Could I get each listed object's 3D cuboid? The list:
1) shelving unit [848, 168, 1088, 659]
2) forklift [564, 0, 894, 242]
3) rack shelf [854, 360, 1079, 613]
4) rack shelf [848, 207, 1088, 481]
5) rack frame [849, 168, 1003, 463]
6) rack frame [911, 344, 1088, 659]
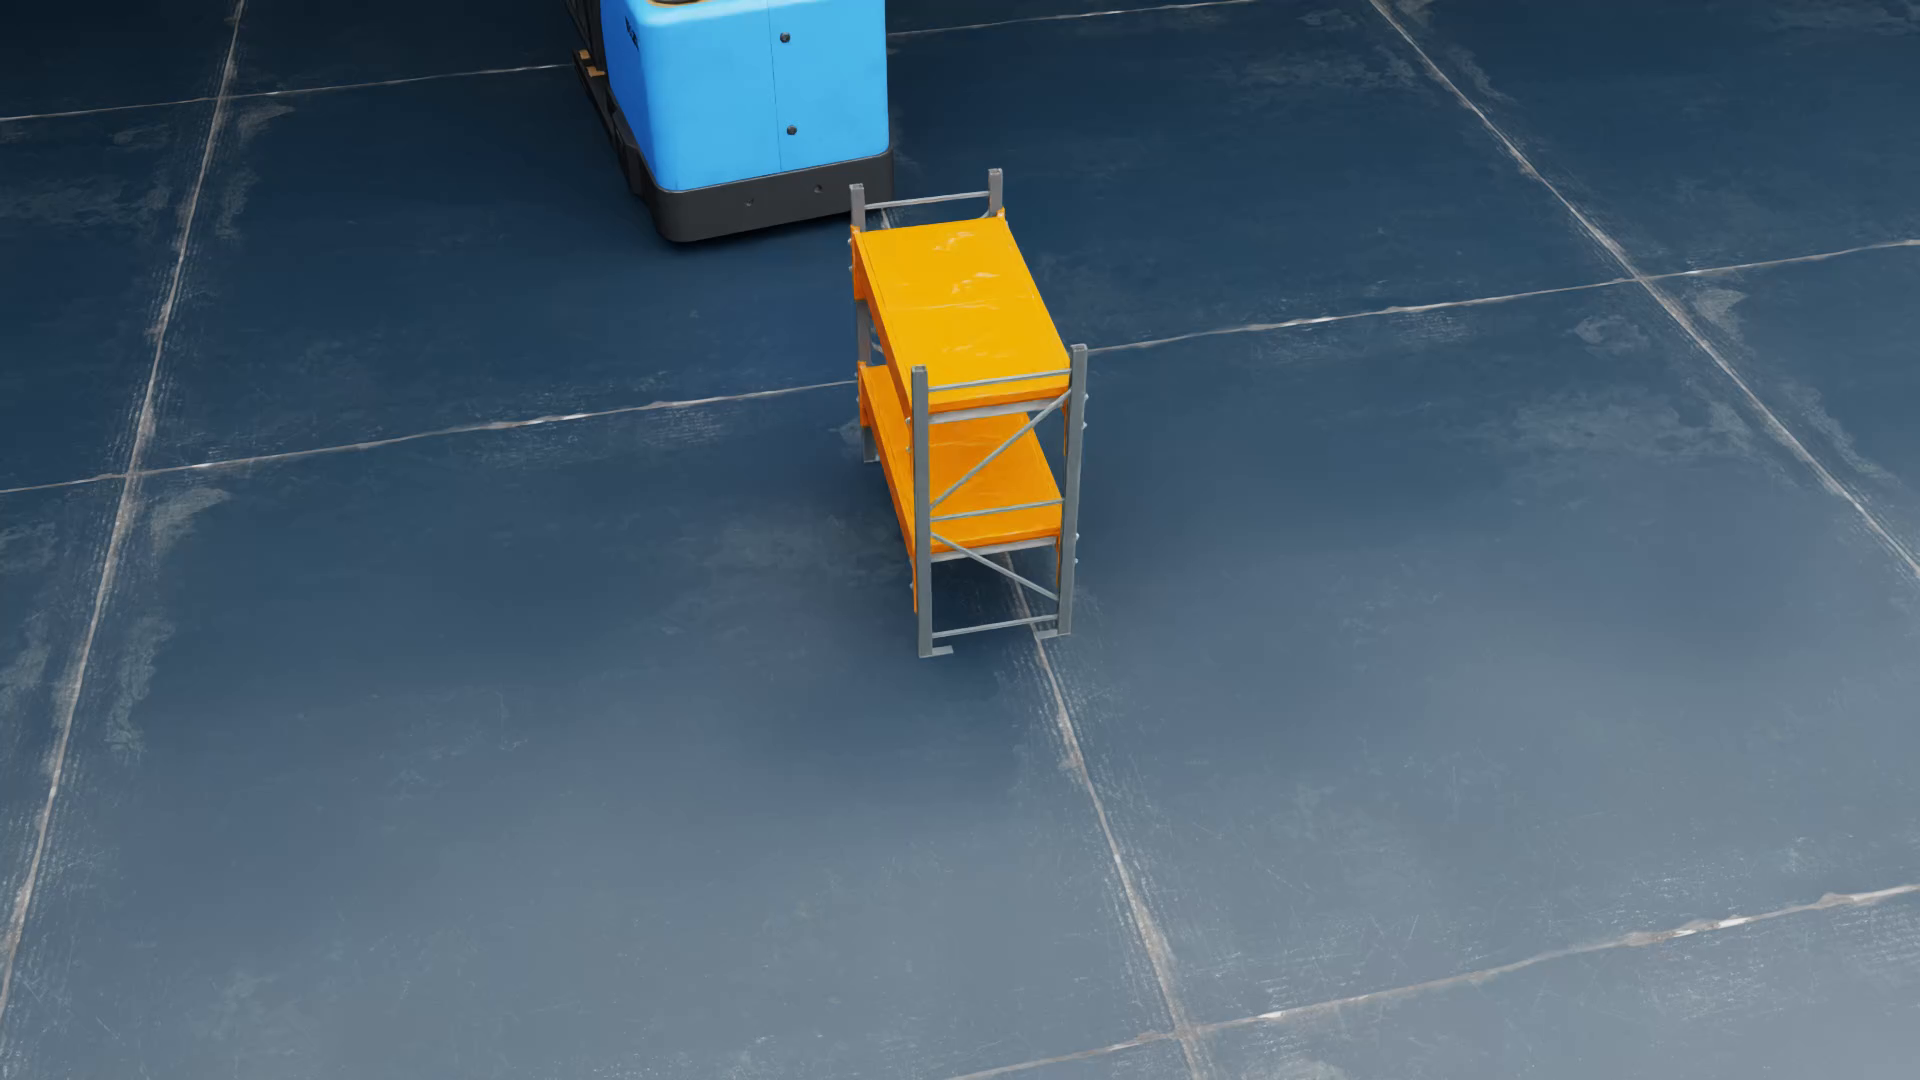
[{"bbox_3d":[0.001,-0.416,5.372,0.538,1.125,1.048,-8,42,-9],"label":"shelving unit"},{"bbox_3d":[-1.288,-3.349,7.315,1.130,2.935,3.031,-14,44,-15],"label":"forklift"},{"bbox_3d":[0.001,-0.233,5.534,0.538,0.278,1.000,-8,42,-9],"label":"rack shelf"},{"bbox_3d":[0.001,-0.635,5.177,0.538,0.278,1.000,-8,42,-9],"label":"rack shelf"},{"bbox_3d":[-0.108,-0.746,5.743,0.500,1.125,0.032,-8,42,-9],"label":"rack frame"},{"bbox_3d":[0.111,-0.087,5.000,0.500,1.125,0.032,-8,42,-9],"label":"rack frame"}]
